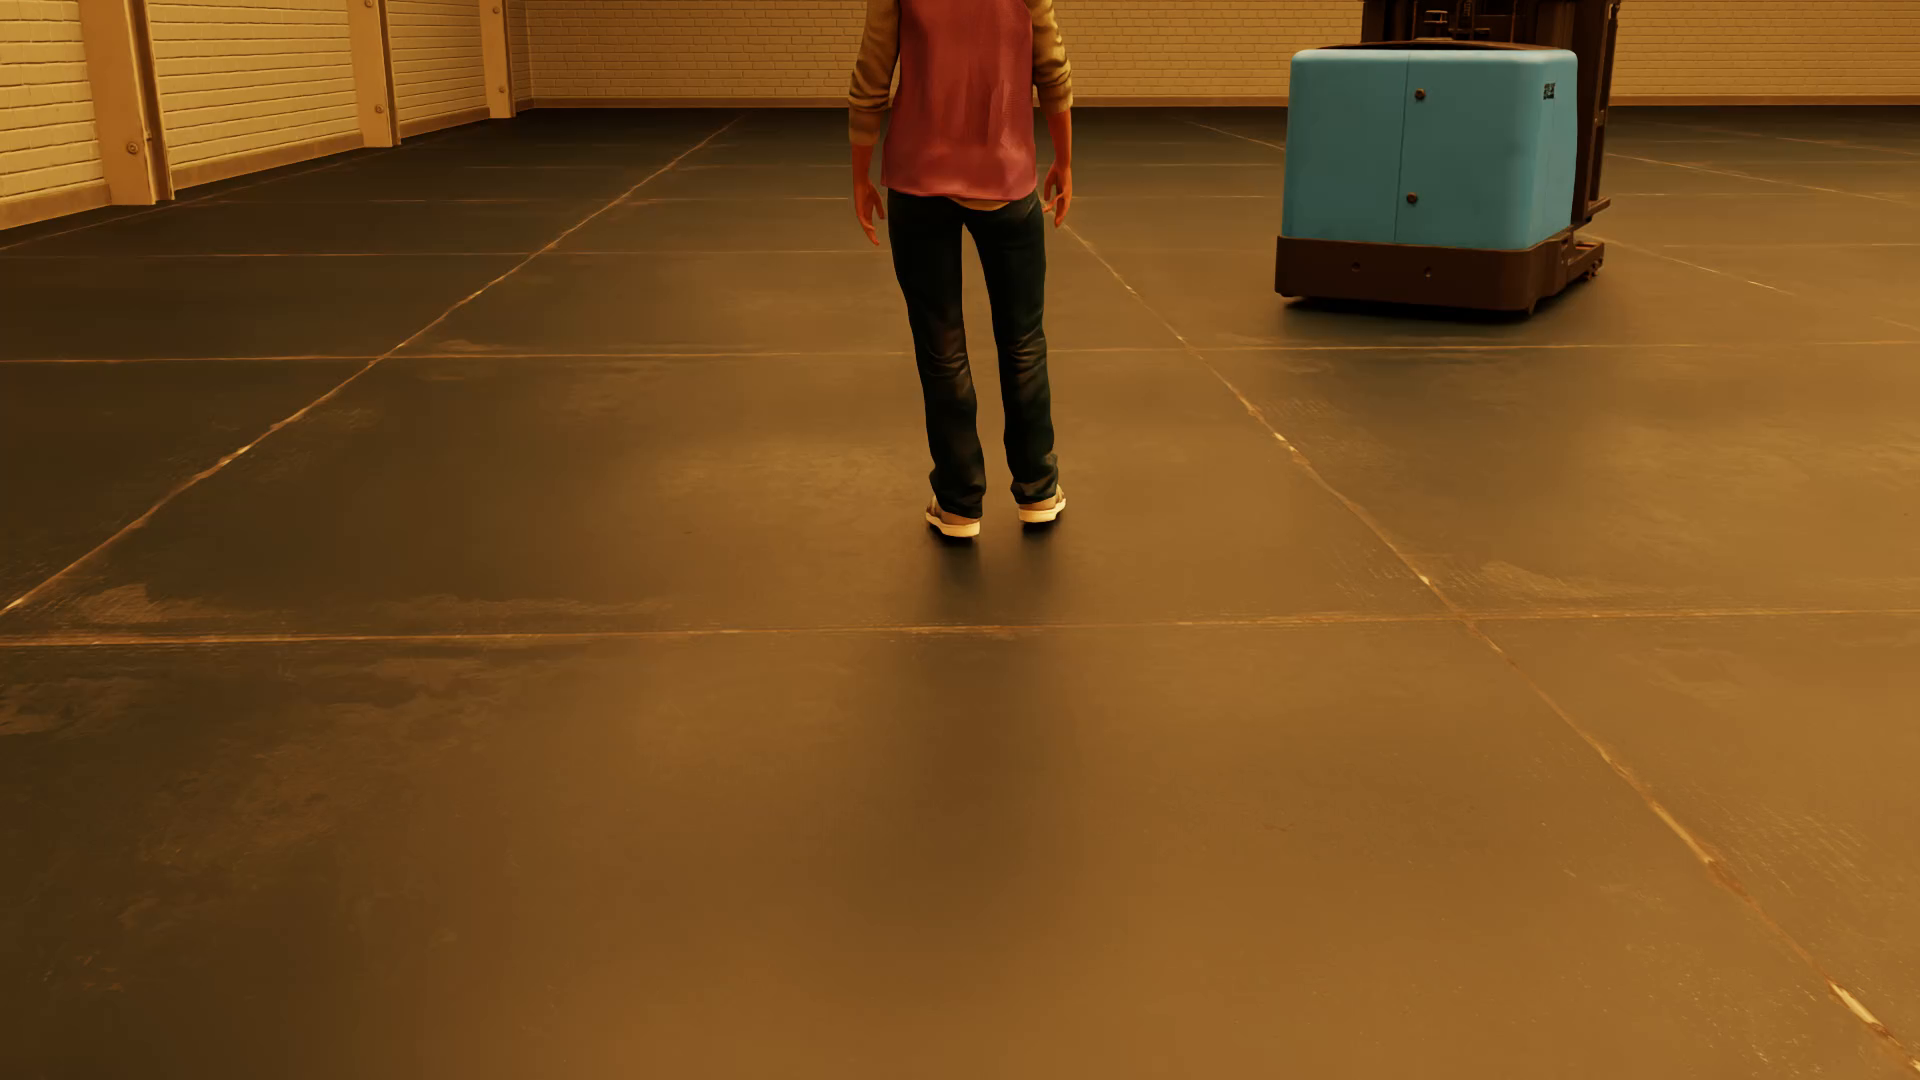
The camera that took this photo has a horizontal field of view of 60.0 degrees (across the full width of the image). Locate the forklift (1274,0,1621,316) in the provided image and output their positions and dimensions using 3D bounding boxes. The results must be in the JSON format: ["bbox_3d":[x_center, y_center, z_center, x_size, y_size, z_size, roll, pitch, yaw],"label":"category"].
[{"bbox_3d":[2.512,-2.704,7.746,1.130,2.935,3.031,9,19,28],"label":"forklift"}]

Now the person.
[{"bbox_3d":[0.010,-0.792,3.753,0.520,1.597,0.476,-1,17,-3],"label":"person"}]
